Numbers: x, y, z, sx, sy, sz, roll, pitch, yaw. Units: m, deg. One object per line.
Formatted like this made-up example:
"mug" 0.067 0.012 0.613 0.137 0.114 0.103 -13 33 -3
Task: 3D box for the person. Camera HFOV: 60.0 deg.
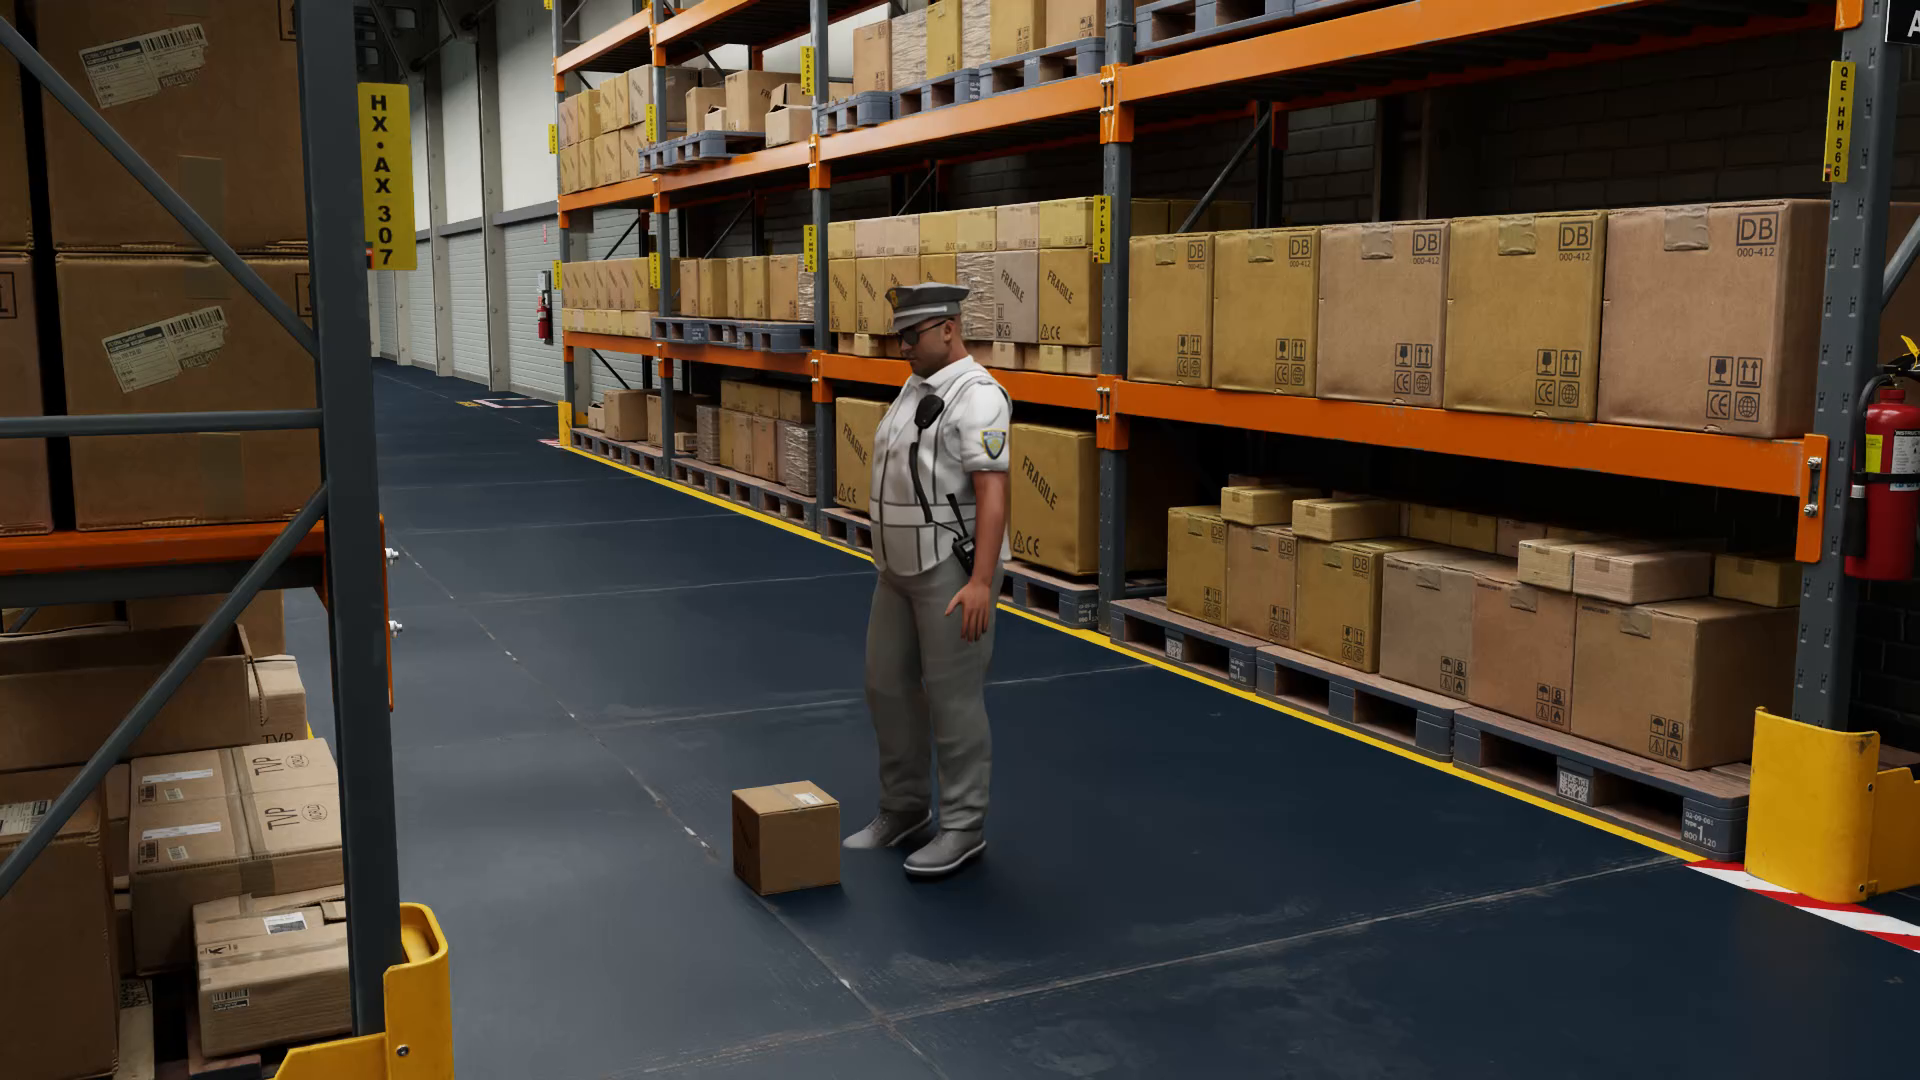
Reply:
"person" -0.070 0.127 5.039 0.435 1.795 0.615 -6 10 -33
